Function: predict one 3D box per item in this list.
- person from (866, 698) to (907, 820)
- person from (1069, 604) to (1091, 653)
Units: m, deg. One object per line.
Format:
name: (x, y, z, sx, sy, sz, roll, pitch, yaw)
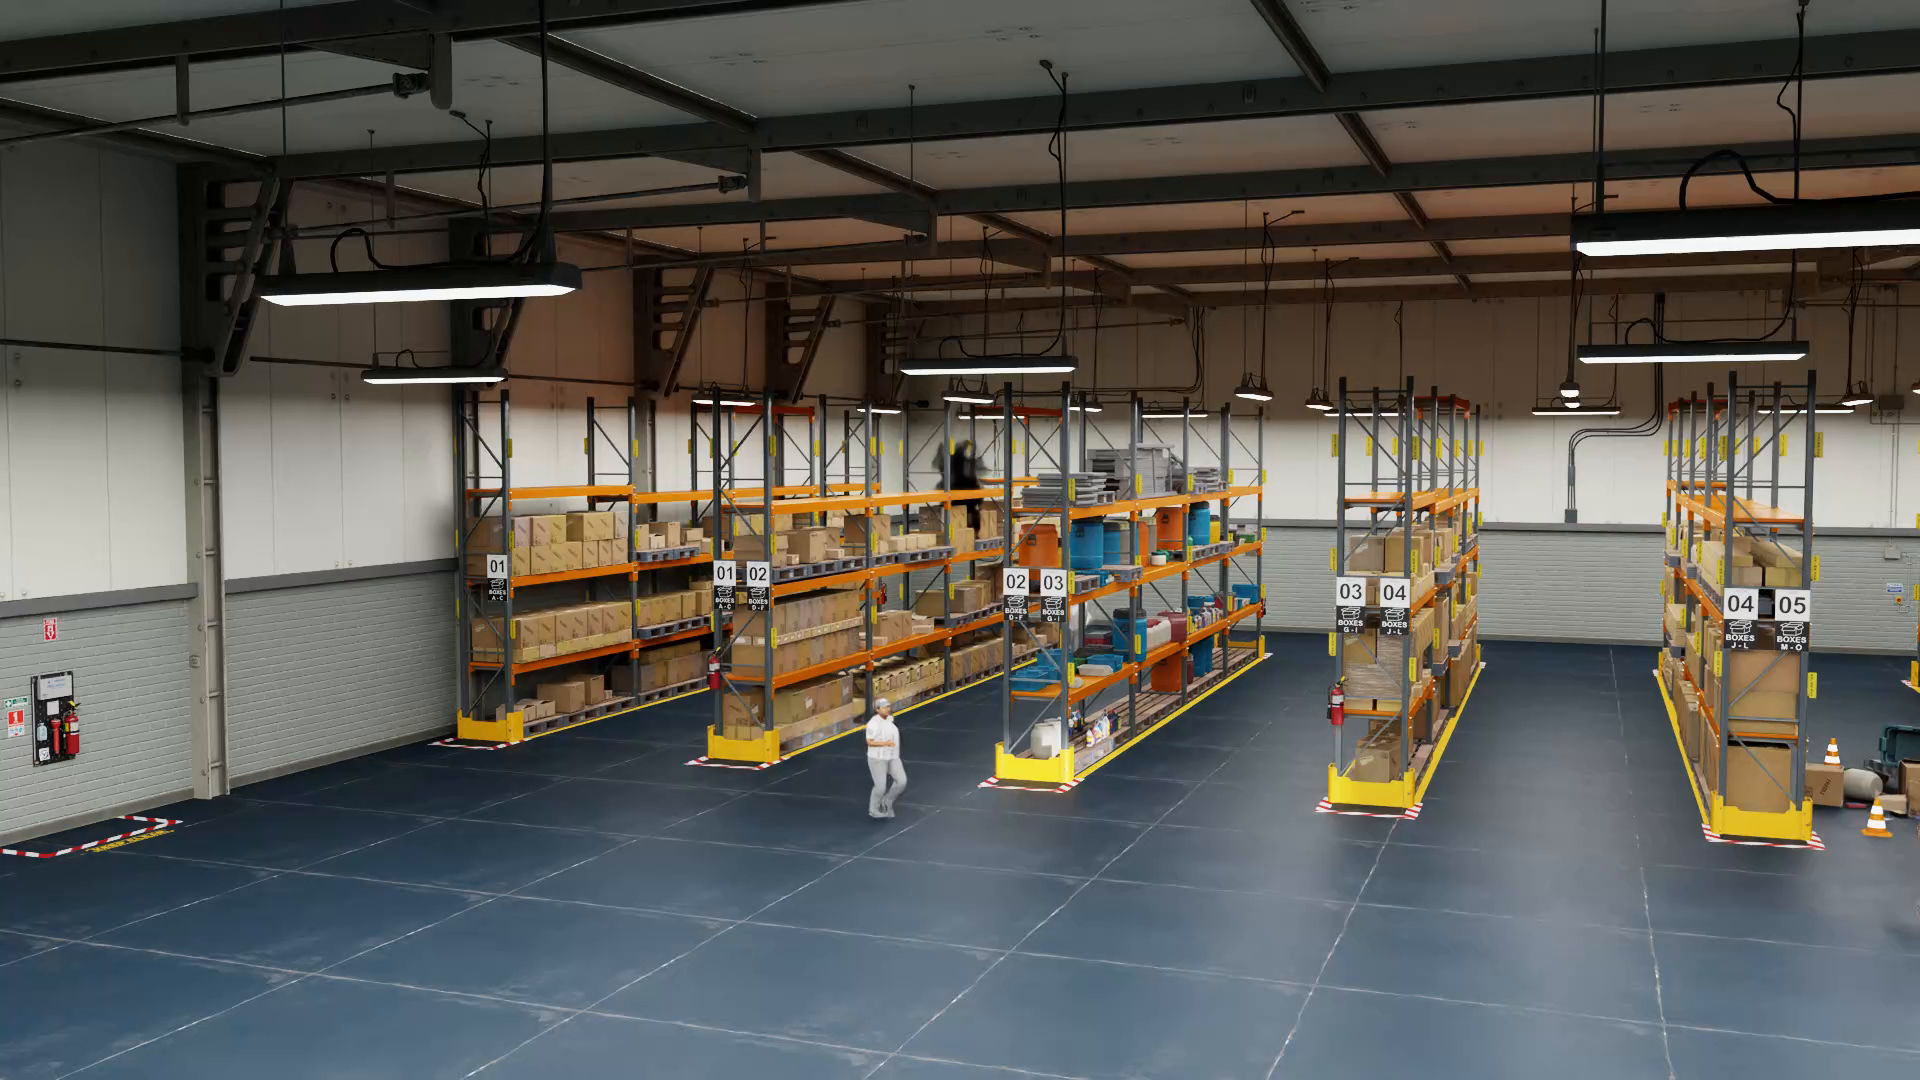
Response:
person: (-0.989, 2.953, 22.331, 0.566, 1.660, 0.610, -3, 4, -42)
person: (2.446, 1.941, 35.280, 0.590, 1.703, 0.692, 1, 3, 19)
